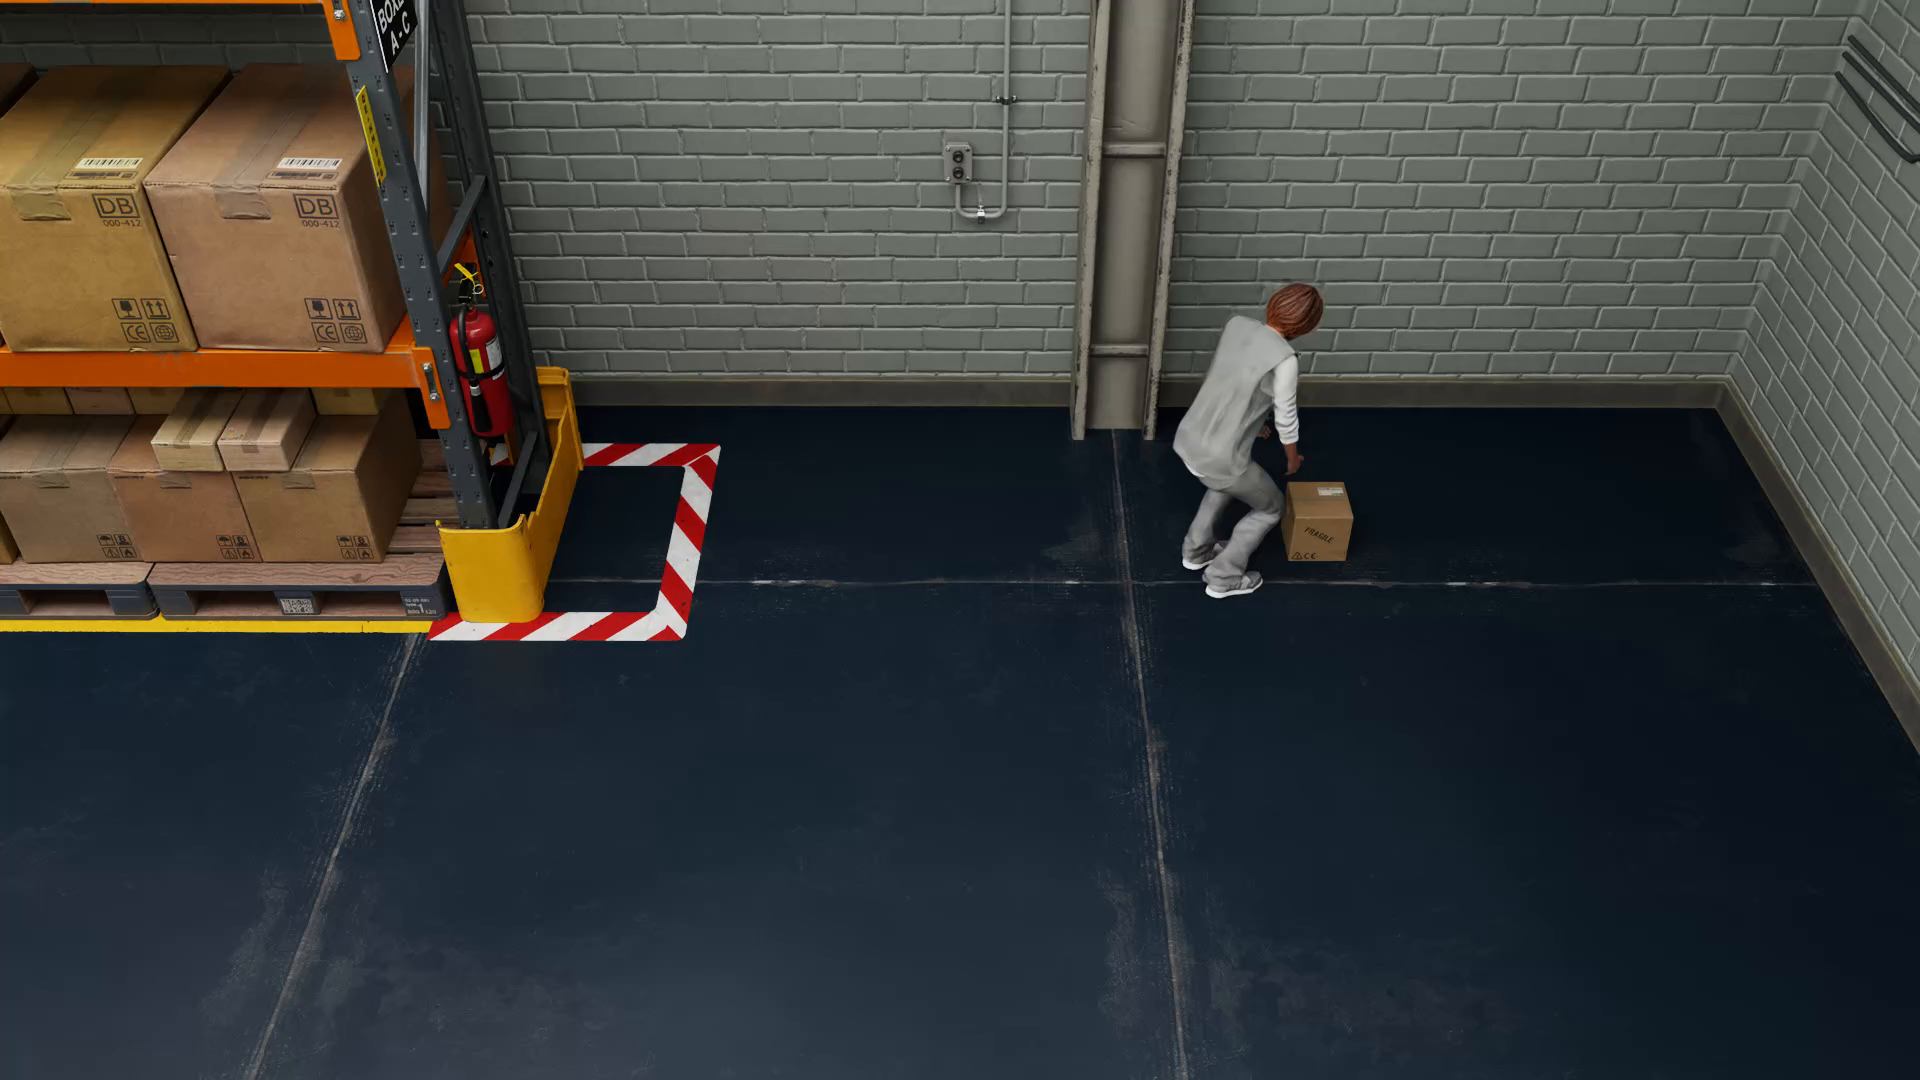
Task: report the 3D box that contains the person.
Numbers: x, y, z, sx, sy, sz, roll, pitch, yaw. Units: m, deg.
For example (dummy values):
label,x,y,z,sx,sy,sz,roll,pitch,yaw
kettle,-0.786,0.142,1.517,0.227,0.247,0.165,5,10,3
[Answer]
label,x,y,z,sx,sy,sz,roll,pitch,yaw
person,1.197,-0.251,6.966,0.780,0.949,0.452,-17,43,-19
